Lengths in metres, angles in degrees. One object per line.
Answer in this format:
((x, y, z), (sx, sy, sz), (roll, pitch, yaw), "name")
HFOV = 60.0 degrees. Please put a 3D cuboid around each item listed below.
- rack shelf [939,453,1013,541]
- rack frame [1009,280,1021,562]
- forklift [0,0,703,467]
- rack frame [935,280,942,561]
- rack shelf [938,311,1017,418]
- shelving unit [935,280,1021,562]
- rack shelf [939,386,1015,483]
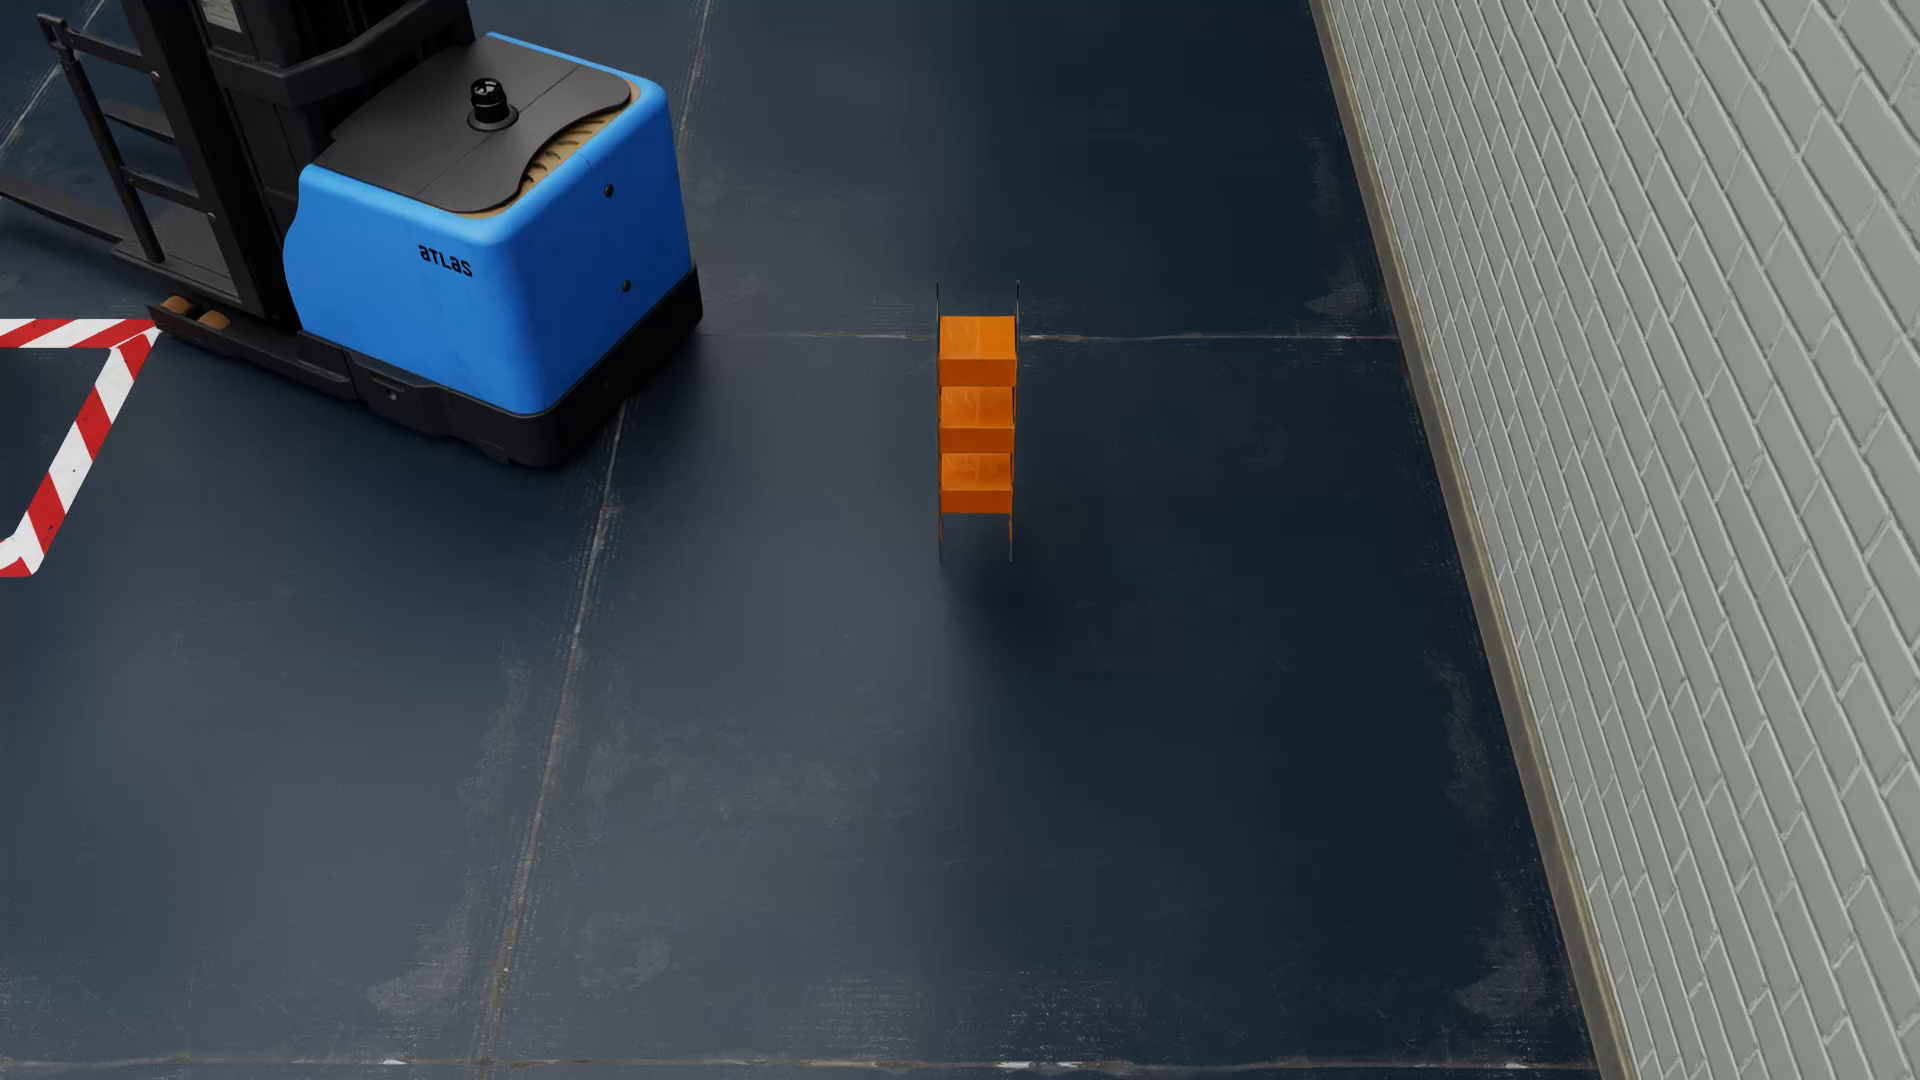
((0.054, -0.161, 5.577), (0.240, 0.259, 0.215), (0, 47, 0), "rack shelf")
((0.176, -0.357, 5.365), (0.008, 1.050, 0.200), (0, 47, 0), "rack frame")
((-2.547, -2.035, 5.641), (3.031, 2.935, 1.130), (21, 50, 18), "forklift")
((-0.068, -0.358, 5.366), (0.008, 1.050, 0.200), (0, 47, 0), "rack frame")
((0.054, -0.544, 5.166), (0.240, 0.259, 0.215), (0, 47, 0), "rack shelf")
((0.054, -0.358, 5.366), (0.252, 1.050, 0.215), (0, 47, 0), "shelving unit")
((0.054, -0.350, 5.373), (0.240, 0.259, 0.215), (0, 47, 0), "rack shelf")
